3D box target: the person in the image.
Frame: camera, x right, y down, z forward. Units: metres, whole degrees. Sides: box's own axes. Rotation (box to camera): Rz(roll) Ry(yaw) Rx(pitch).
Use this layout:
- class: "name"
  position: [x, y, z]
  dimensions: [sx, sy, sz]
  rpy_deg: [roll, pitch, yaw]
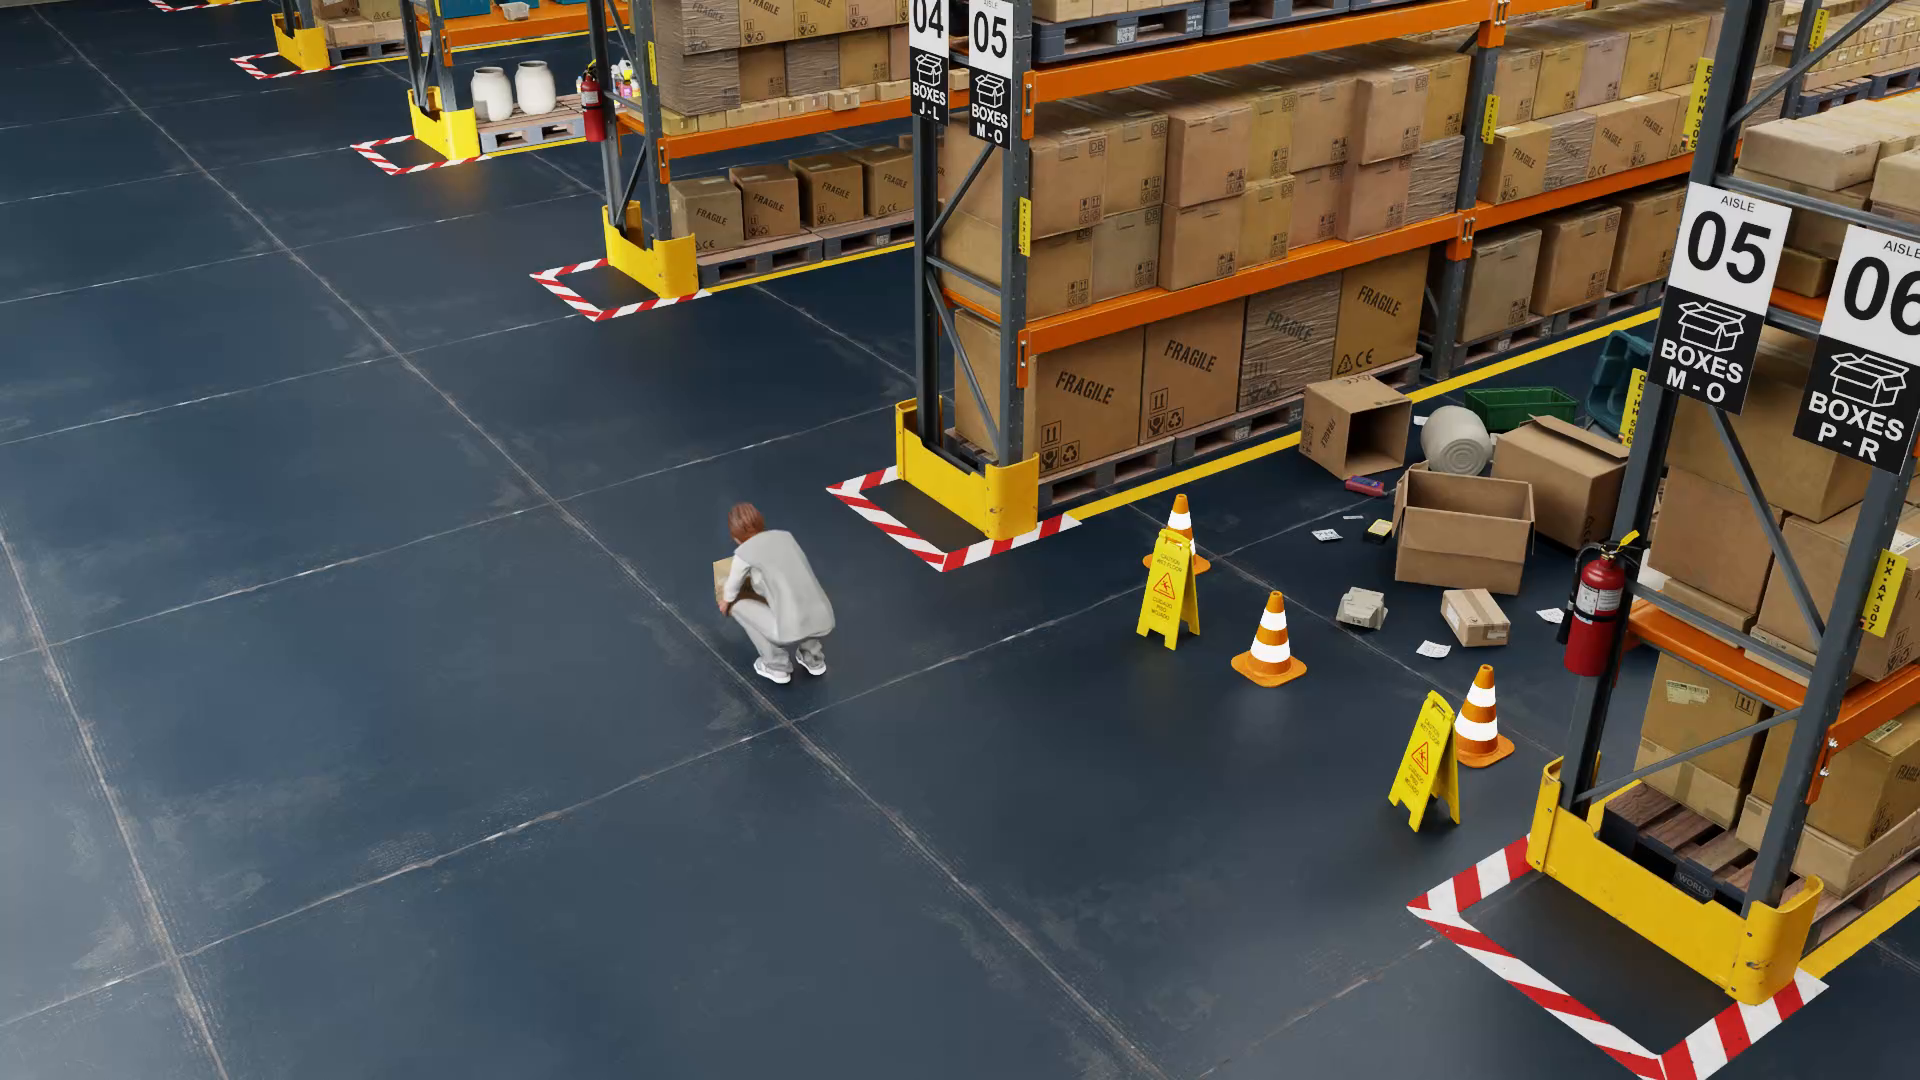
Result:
- class: "person"
  position: [-0.985, 0.272, 8.875]
  dimensions: [0.435, 0.900, 0.813]
  rpy_deg: [-19, 34, -31]
